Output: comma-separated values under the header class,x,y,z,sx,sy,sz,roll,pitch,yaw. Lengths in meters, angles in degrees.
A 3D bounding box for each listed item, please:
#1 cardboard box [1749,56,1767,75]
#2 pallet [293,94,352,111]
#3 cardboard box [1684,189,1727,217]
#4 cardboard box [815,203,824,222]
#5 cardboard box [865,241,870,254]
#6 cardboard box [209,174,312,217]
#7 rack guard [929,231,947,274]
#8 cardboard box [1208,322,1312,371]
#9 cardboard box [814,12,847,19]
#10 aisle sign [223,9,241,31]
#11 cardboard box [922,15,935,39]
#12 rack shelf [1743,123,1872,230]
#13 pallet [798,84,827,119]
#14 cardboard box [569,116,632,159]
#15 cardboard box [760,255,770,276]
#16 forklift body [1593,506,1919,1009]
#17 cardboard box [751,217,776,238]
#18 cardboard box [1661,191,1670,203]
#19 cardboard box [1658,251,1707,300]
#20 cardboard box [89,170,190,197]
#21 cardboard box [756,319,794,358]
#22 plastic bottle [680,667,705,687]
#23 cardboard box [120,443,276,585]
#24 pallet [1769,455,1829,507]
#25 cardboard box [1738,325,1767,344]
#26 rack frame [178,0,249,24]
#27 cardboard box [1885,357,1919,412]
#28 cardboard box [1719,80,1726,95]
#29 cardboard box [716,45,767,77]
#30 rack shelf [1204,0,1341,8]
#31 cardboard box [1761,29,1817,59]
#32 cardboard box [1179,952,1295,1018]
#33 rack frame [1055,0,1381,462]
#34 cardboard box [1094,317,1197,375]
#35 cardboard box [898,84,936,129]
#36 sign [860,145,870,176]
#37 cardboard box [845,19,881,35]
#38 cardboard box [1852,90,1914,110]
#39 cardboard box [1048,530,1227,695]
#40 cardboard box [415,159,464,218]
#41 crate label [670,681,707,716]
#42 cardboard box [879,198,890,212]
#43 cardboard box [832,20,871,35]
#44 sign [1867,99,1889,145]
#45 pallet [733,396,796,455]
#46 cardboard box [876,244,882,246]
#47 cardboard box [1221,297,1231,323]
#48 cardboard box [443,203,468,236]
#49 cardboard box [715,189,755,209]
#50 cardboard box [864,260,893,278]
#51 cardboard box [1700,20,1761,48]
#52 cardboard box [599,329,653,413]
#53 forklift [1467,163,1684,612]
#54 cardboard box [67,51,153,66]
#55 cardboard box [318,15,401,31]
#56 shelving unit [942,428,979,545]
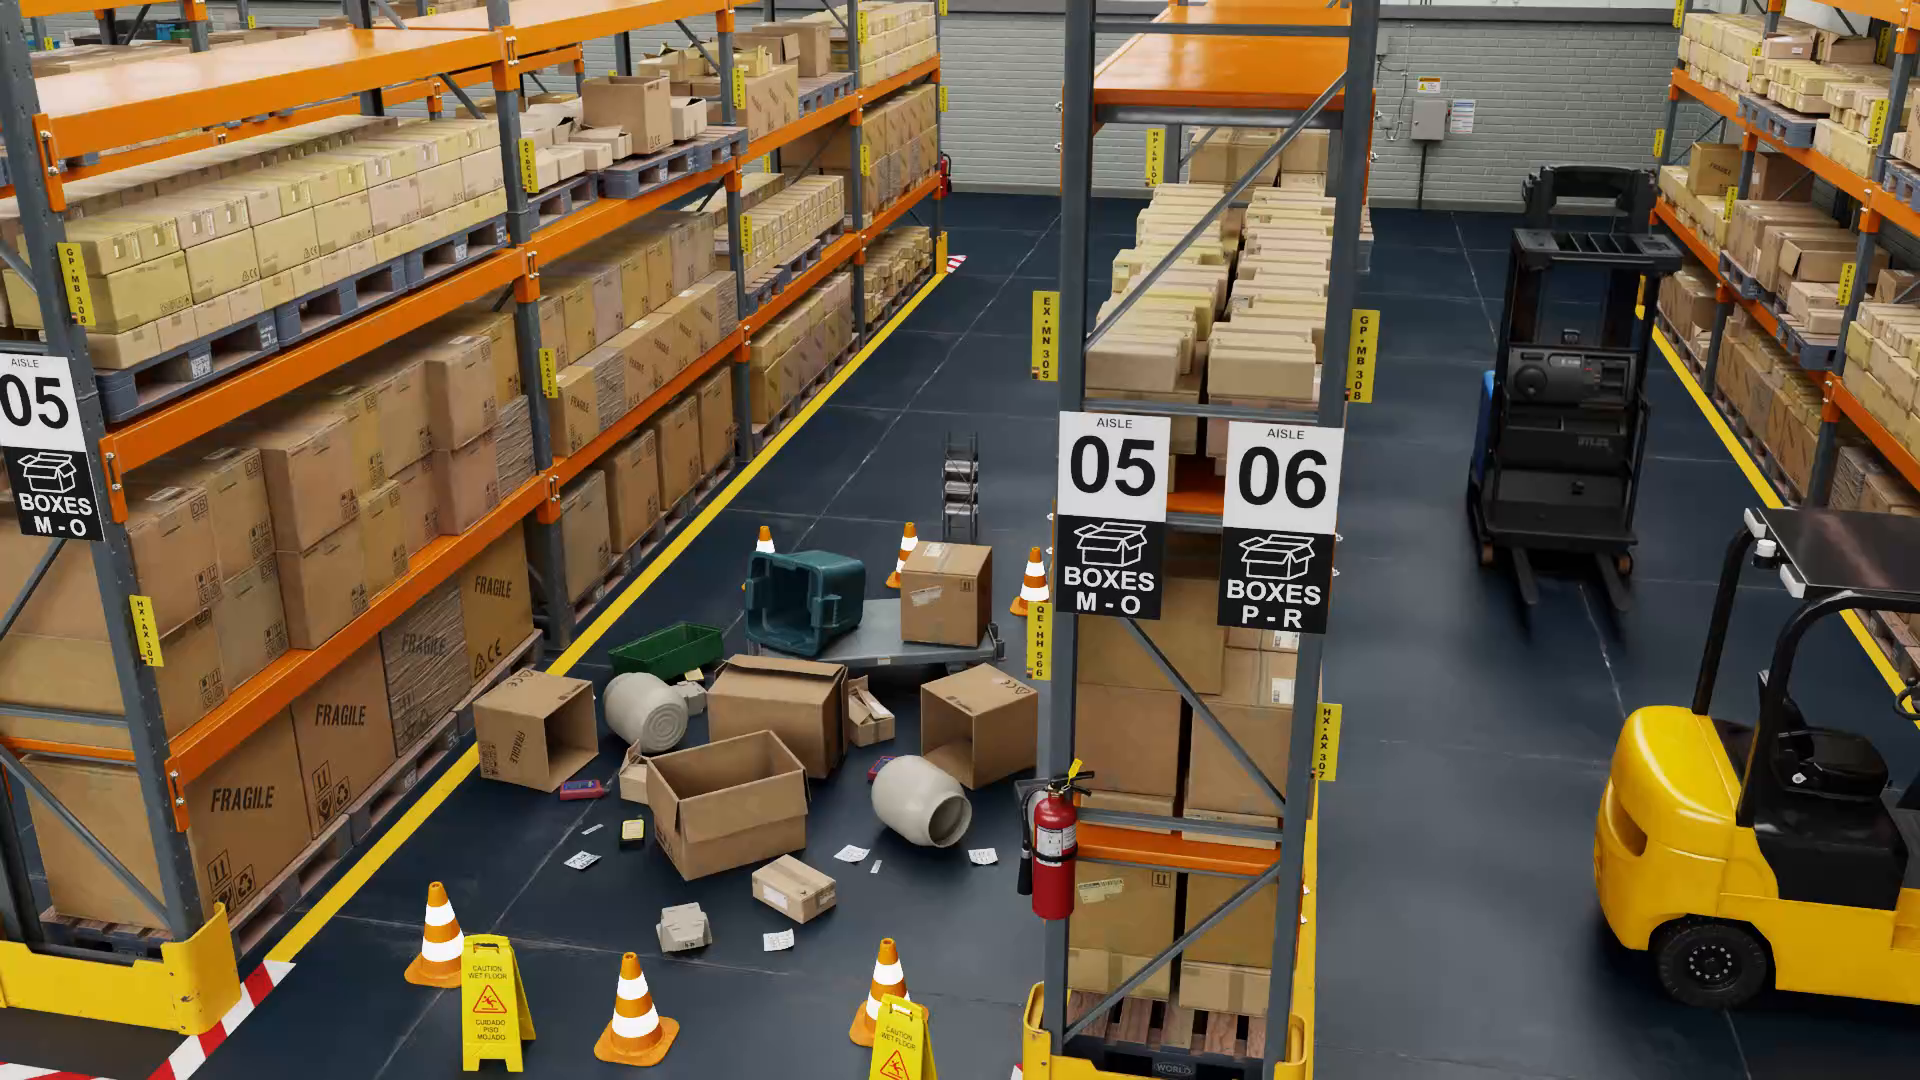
class,x,y,z,sx,sy,sz,roll,pitch,yaw
cardboard box,7.666,-4.466,15.654,0.380,0.149,0.250,5,22,12
pallet,-6.917,-4.510,16.774,1.003,0.211,1.213,6,23,13
cardboard box,8.330,-3.715,18.365,0.500,0.250,0.500,4,22,10
cardboard box,-1.616,-3.373,17.090,0.380,0.149,0.250,4,22,9
cardboard box,-1.344,-3.660,20.885,0.380,0.149,0.250,5,23,13
cardboard box,-3.379,-1.665,8.030,0.380,0.149,0.250,4,22,10
rack guard,-0.770,-3.881,22.320,1.175,0.500,0.348,4,22,11
cardboard box,1.156,-0.729,6.401,0.380,0.149,0.250,4,22,11
cardboard box,-1.504,-6.048,19.338,0.380,0.149,0.250,4,22,10
aisle sign,-10.136,-7.070,23.414,0.394,0.787,0.004,4,22,11
cardboard box,-0.599,-6.434,20.830,0.500,0.250,0.500,4,22,9
rack shelf,7.748,-3.214,14.266,1.077,0.370,4.000,4,22,11
pallet,-2.009,-4.312,16.281,1.213,0.211,1.003,4,22,11
cardboard box,-2.613,-2.918,12.052,0.396,0.266,0.258,4,22,11
cardboard box,-1.988,-2.565,15.483,0.380,0.149,0.250,6,23,14
forklift body,4.309,1.062,7.837,2.313,2.155,1.214,4,22,11
cardboard box,-1.941,-2.935,15.604,0.380,0.149,0.250,4,22,9
cardboard box,8.637,-4.135,19.941,0.380,0.149,0.250,4,22,11
cardboard box,8.755,-3.171,19.991,0.797,0.503,0.637,4,22,9
cardboard box,-4.022,-1.716,8.158,0.380,0.149,0.250,4,22,10
cardboard box,-1.905,-1.944,15.947,0.500,0.250,0.500,4,22,10
plastic bottle,-1.782,0.900,11.037,0.133,0.061,0.283,-7,23,-17
cardboard box,-3.883,-0.128,8.009,0.875,0.550,0.550,4,22,11
pallet,7.529,-0.401,14.068,1.003,0.211,1.213,4,22,11
cardboard box,7.842,-2.006,16.234,0.380,0.149,0.250,4,22,9
rack frame,-10.438,-8.643,22.769,1.000,3.000,0.127,4,22,11
cardboard box,6.783,-1.070,11.528,0.500,0.250,0.500,4,22,10
cardboard box,8.240,-4.781,17.531,0.380,0.149,0.250,5,22,11
cardboard box,-1.929,-4.250,14.719,0.396,0.266,0.258,4,22,11
rack shelf,2.072,-3.334,11.084,1.077,0.370,4.000,4,22,11
cardboard box,7.753,-4.650,15.557,0.396,0.266,0.258,4,22,10
cardboard box,1.283,1.931,7.663,0.500,0.250,0.500,4,22,10
rack frame,0.848,-1.659,5.427,1.000,3.000,0.127,4,22,11
cardboard box,0.718,-0.758,6.475,0.380,0.149,0.250,5,22,12
cardboard box,-0.604,-5.530,21.198,0.500,0.500,0.500,4,22,10
sign,-1.026,-4.101,17.972,0.100,0.325,0.005,4,22,11
cardboard box,-1.092,-5.716,18.515,0.380,0.149,0.250,4,22,9
cardboard box,7.376,-3.497,13.275,0.380,0.149,0.250,4,22,10
cardboard box,0.738,0.272,6.792,0.700,0.500,0.500,4,22,10
cardboard box,-3.155,-1.996,9.385,0.500,0.250,0.500,4,22,11
crate label,-1.771,1.015,10.649,0.298,0.136,0.250,-11,25,-26
cardboard box,-1.032,-3.955,19.495,0.380,0.149,0.250,5,22,12
cardboard box,-1.190,-5.625,18.287,0.380,0.149,0.250,4,22,10
sign,6.809,-3.098,12.324,0.100,0.325,0.005,4,22,11
pallet,-2.226,-1.134,15.888,1.003,0.211,1.213,4,22,11
cardboard box,-1.187,-3.714,21.416,0.380,0.149,0.250,5,22,12
cardboard box,1.405,-0.874,7.295,0.500,0.250,0.500,5,22,12
cardboard box,-3.066,-1.851,9.559,0.380,0.149,0.250,5,22,12
cardboard box,-2.312,-3.469,16.931,0.380,0.149,0.250,4,22,10
cardboard box,-1.017,-3.240,19.841,0.380,0.149,0.250,5,22,12
cardboard box,8.425,-5.530,18.187,0.500,0.250,0.500,4,22,10
cardboard box,-2.625,-1.265,12.345,0.500,0.500,0.500,4,22,11
forklift,4.621,-1.237,12.501,1.130,2.935,3.031,5,22,11
cardboard box,-7.168,-3.845,14.067,0.500,0.500,0.500,4,22,11
cardboard box,-6.514,-5.440,18.134,0.700,0.500,0.500,5,22,12
shelving unit,0.002,-0.420,13.193,0.258,0.900,0.210,4,22,11
